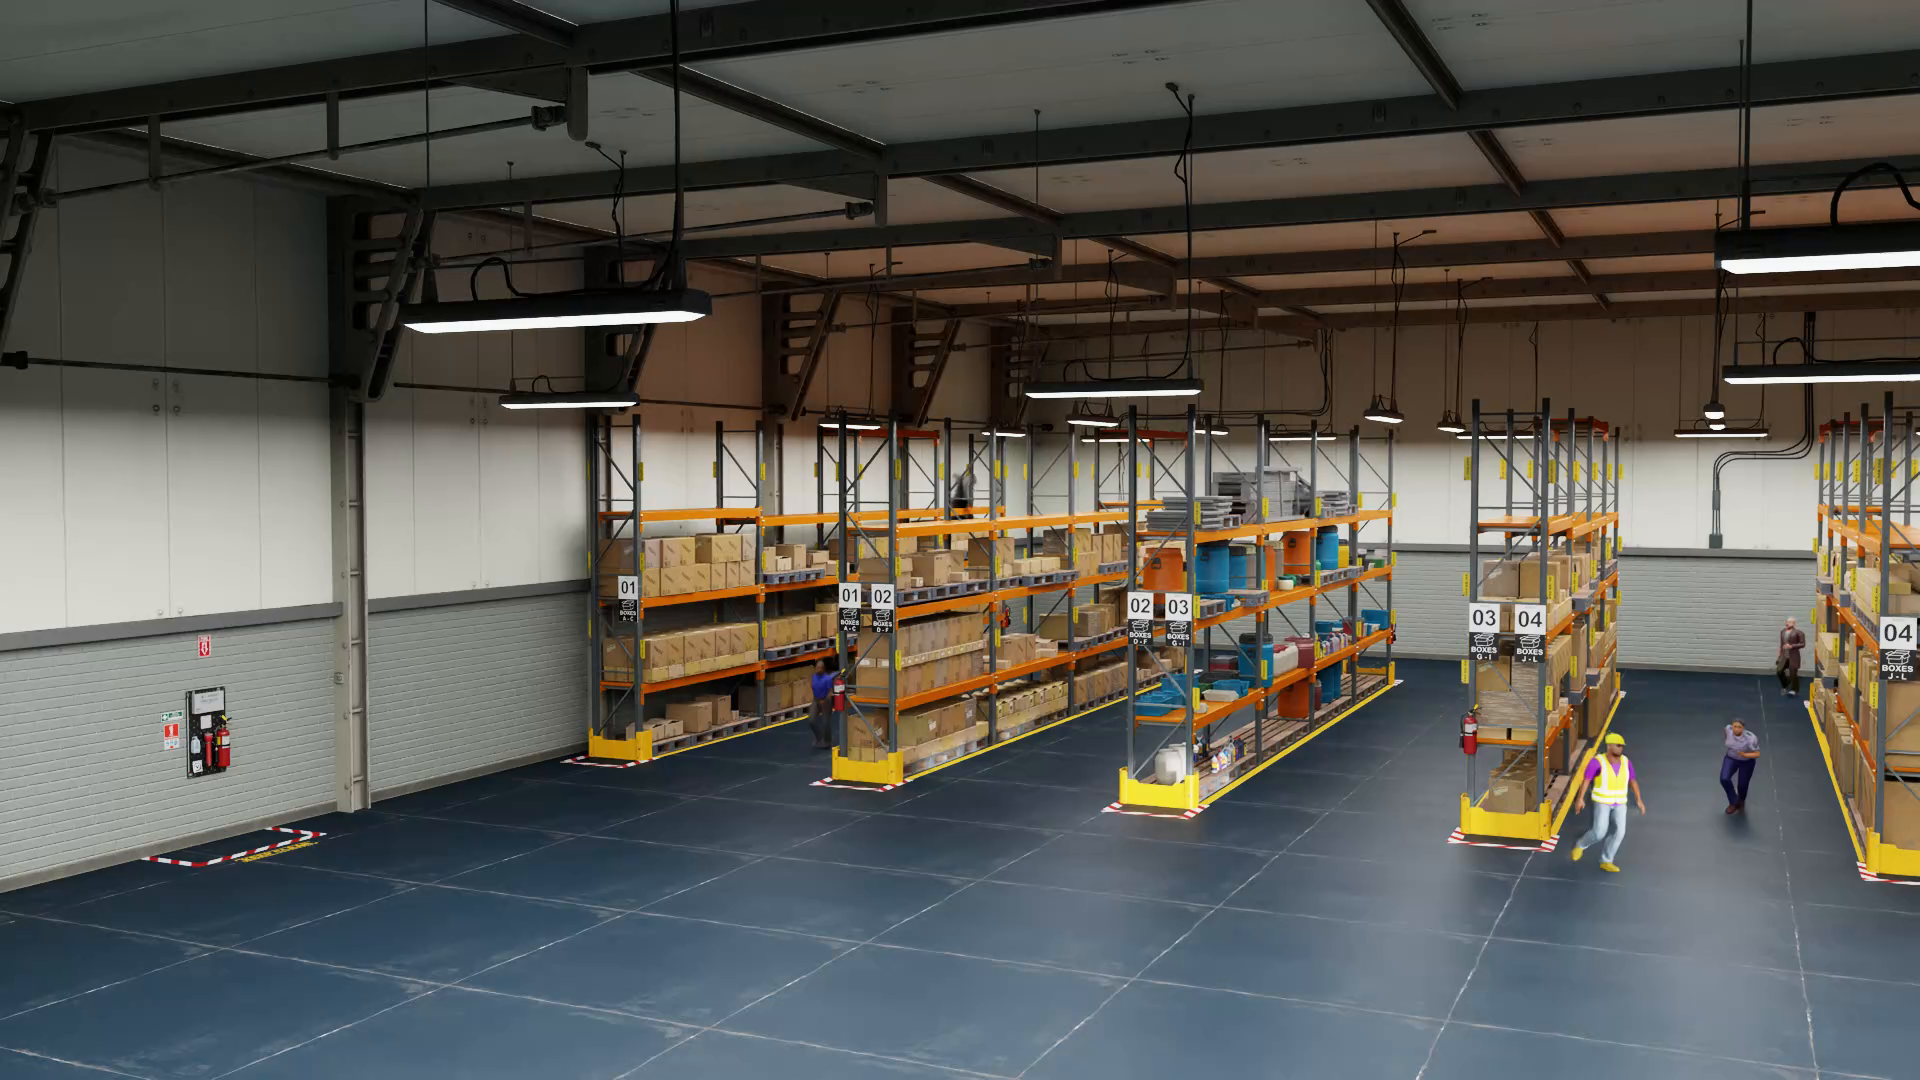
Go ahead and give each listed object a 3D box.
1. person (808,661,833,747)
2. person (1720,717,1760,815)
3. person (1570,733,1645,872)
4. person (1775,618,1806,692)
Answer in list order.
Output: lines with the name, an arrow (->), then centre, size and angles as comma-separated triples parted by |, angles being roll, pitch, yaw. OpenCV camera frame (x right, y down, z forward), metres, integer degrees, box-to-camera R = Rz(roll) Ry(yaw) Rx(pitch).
person -> -2.493, 2.964, 29.883 | 0.561, 1.585, 0.778 | 1, 3, 22
person -> 11.394, 3.267, 24.241 | 0.572, 1.425, 1.094 | 2, 3, 36
person -> 8.100, 3.274, 20.854 | 0.729, 1.728, 0.687 | 0, 2, -9
person -> 18.377, 2.554, 36.817 | 0.725, 1.673, 0.667 | -2, 3, -37
